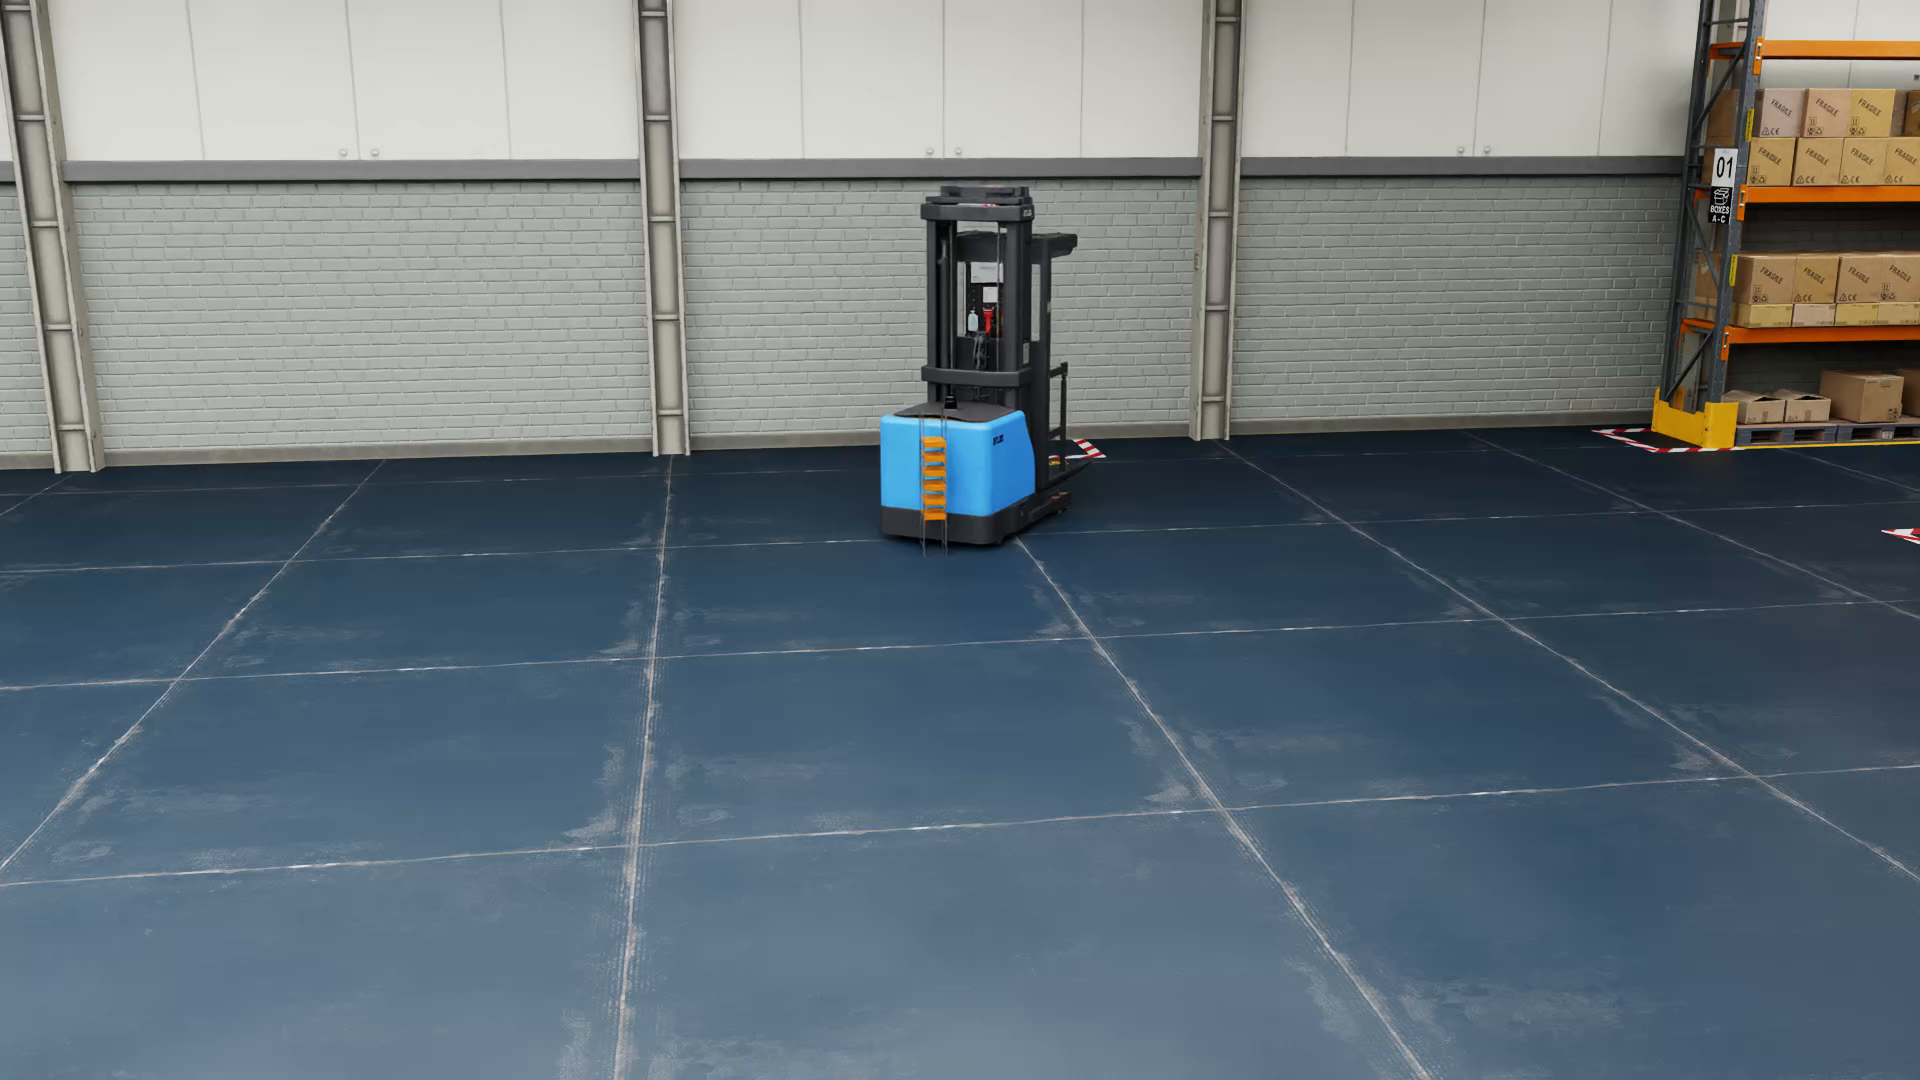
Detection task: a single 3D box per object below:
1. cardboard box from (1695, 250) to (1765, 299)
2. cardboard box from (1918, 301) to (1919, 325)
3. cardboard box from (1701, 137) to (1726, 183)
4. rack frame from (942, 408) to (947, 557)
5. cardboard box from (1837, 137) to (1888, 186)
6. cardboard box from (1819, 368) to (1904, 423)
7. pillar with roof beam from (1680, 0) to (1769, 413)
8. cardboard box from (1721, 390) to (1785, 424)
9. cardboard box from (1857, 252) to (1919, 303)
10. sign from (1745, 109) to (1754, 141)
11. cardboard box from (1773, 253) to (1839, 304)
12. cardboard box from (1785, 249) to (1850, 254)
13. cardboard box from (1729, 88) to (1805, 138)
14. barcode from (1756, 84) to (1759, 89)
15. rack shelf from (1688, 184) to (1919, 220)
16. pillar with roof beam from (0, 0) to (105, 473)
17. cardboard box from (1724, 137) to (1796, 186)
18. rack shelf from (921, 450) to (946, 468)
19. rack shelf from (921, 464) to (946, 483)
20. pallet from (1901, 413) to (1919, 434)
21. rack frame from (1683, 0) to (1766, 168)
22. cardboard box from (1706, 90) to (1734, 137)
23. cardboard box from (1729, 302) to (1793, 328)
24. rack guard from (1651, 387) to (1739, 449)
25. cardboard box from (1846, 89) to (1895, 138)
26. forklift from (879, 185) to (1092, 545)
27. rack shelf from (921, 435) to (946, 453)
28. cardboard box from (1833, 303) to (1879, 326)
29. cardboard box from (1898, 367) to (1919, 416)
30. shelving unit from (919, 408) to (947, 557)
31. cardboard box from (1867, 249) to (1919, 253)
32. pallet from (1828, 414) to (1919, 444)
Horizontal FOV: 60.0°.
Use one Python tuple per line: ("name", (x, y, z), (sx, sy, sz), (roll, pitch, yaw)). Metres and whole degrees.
("cardboard box", (8.624, -2.967, 18.613), (0.500, 0.500, 0.500), (-2, 14, -9))
("cardboard box", (10.732, -2.552, 18.500), (0.500, 0.250, 0.500), (-2, 14, -9))
("cardboard box", (8.564, -4.188, 18.340), (0.500, 0.500, 0.500), (-1, 14, -4))
("rack frame", (-0.130, -0.474, 13.645), (0.006, 1.200, 0.240), (-2, 14, -8))
("cardboard box", (9.606, -4.094, 17.968), (0.500, 0.500, 0.500), (-1, 14, -6))
("cardboard box", (10.183, -1.638, 18.821), (0.500, 0.500, 0.700), (-3, 14, -12))
("pillar with roof beam", (9.394, -4.706, 14.488), (0.400, 9.000, 9.100), (-2, 14, -8))
("cardboard box", (8.887, -1.511, 18.704), (0.500, 0.311, 0.500), (-4, 15, -15))
("cardboard box", (10.217, -2.898, 18.338), (0.500, 0.500, 0.500), (-2, 14, -7))
("sign", (8.270, -4.347, 17.425), (0.005, 0.325, 0.100), (-2, 14, -8))
("cardboard box", (9.196, -2.860, 18.184), (0.500, 0.500, 0.500), (-2, 14, -8))
("cardboard box", (9.633, -3.003, 18.755), (0.500, 0.500, 0.500), (-2, 14, -10))
("cardboard box", (8.606, -4.552, 17.738), (0.500, 0.500, 0.500), (-3, 14, -12))
("barcode", (8.817, -5.024, 18.427), (0.075, 0.075, 0.001), (-2, 14, -8))
("rack shelf", (10.167, -3.777, 18.428), (4.000, 0.370, 1.077), (-2, 14, -8))
("pillar with roof beam", (-8.405, -4.054, 11.887), (0.400, 9.000, 9.100), (-2, 14, -8))
("cardboard box", (8.557, -4.064, 17.846), (0.500, 0.500, 0.500), (-2, 14, -7))
("rack shelf", (-0.221, -0.660, 13.584), (0.180, 0.103, 0.258), (-2, 14, -8))
("rack shelf", (-0.221, -0.544, 13.613), (0.180, 0.103, 0.258), (-2, 14, -8))
("pallet", (11.486, -1.358, 19.203), (1.213, 0.211, 1.003), (-2, 14, -8))
("rack frame", (8.189, -5.508, 17.687), (0.127, 3.000, 1.000), (-2, 14, -8))
("cardboard box", (8.577, -4.675, 18.228), (0.500, 0.500, 0.500), (-1, 14, -6))
("cardboard box", (8.719, -2.477, 18.198), (0.500, 0.250, 0.500), (-3, 14, -10))
("rack guard", (8.264, -1.389, 18.732), (0.348, 0.500, 1.175), (-2, 14, -8))
("cardboard box", (9.615, -4.579, 17.847), (0.500, 0.500, 0.500), (-2, 14, -7))
("forklift", (0.381, -1.694, 14.952), (1.130, 2.935, 3.031), (6, 15, 24))
("rack shelf", (-0.221, -0.777, 13.555), (0.180, 0.103, 0.258), (-2, 14, -8))
("cardboard box", (9.735, -2.516, 18.355), (0.500, 0.250, 0.500), (-2, 14, -9))
("cardboard box", (11.124, -1.697, 19.057), (0.500, 0.500, 0.500), (-3, 14, -13))
("shelving unit", (-0.221, -0.470, 13.631), (0.189, 1.200, 0.258), (-2, 14, -8))
("cardboard box", (10.643, -3.043, 18.914), (0.500, 0.500, 0.500), (-2, 14, -7))
("pallet", (10.277, -1.313, 19.023), (1.213, 0.211, 1.003), (-2, 14, -8))
